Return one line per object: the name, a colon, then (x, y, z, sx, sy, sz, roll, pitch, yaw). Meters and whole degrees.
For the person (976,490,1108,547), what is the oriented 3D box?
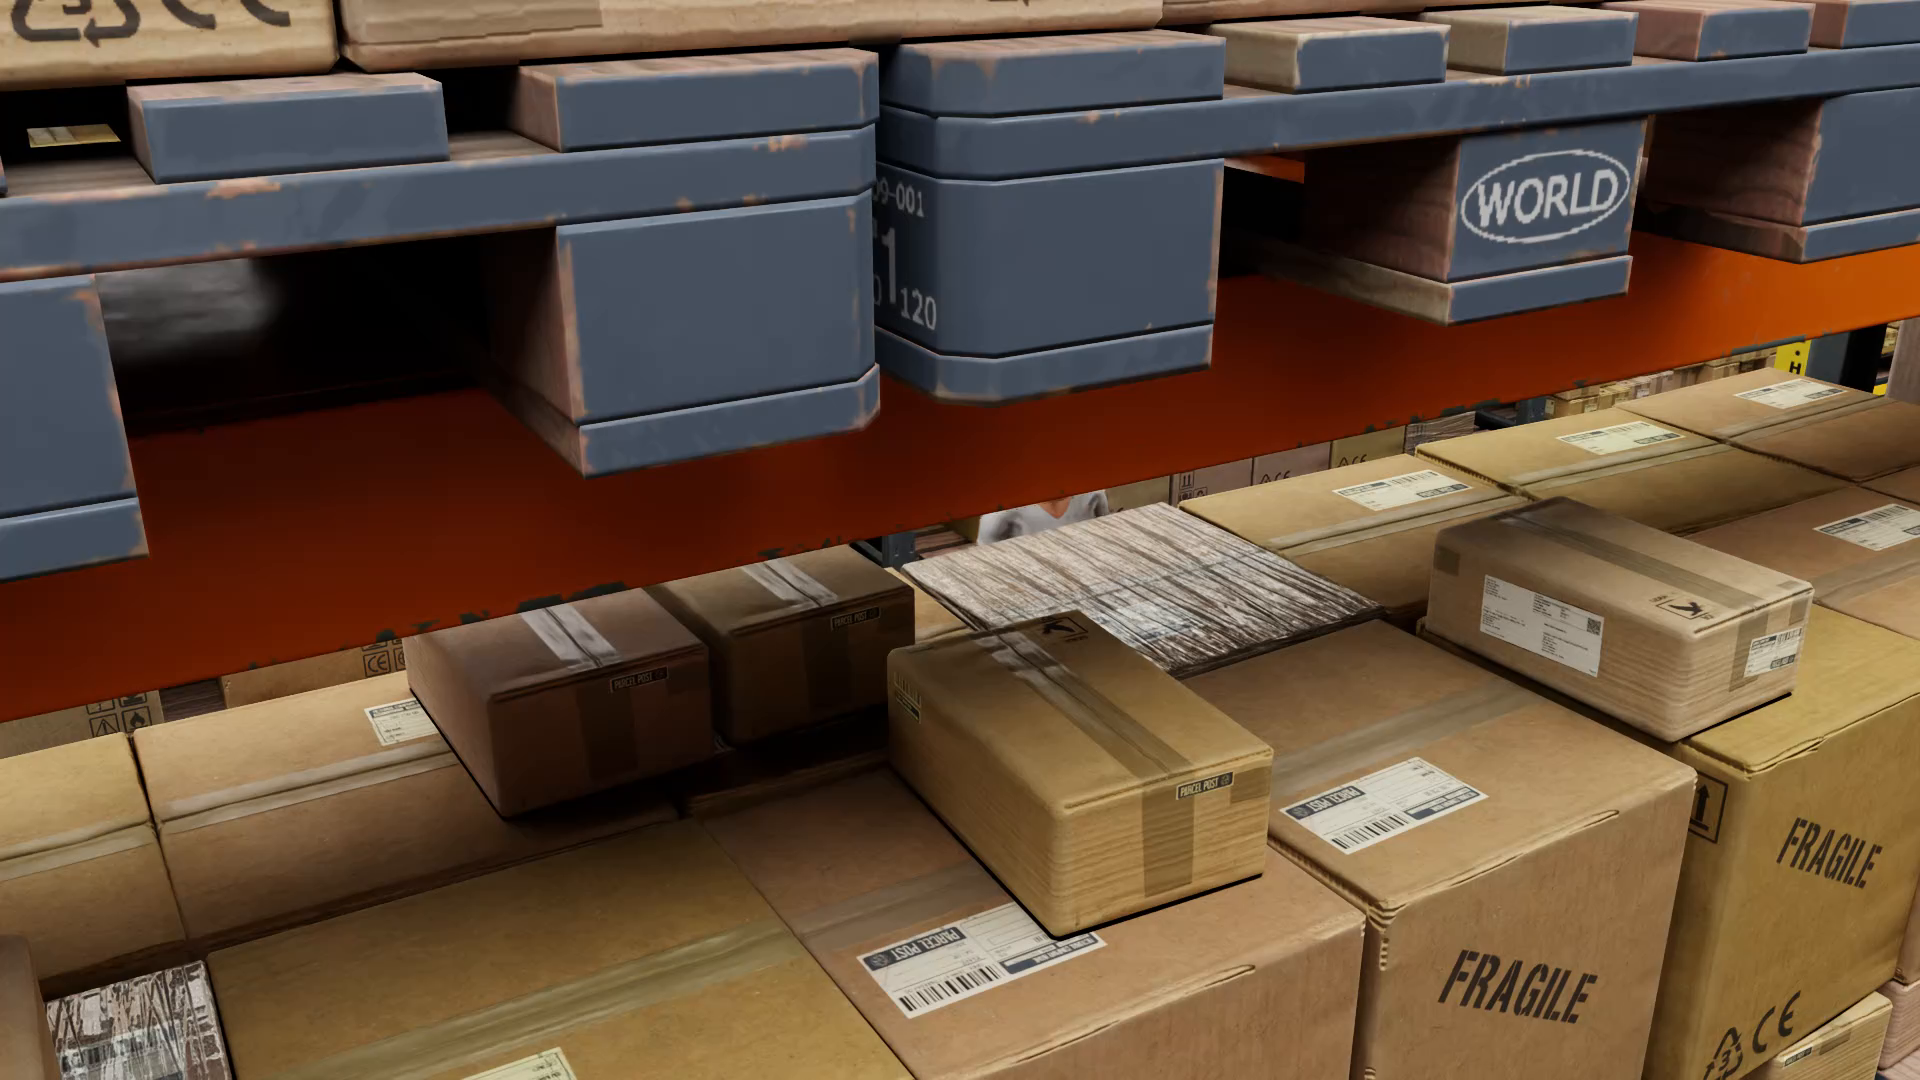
person: (0.268, 0.382, 5.107, 0.500, 1.678, 0.522, -10, 24, -23)
